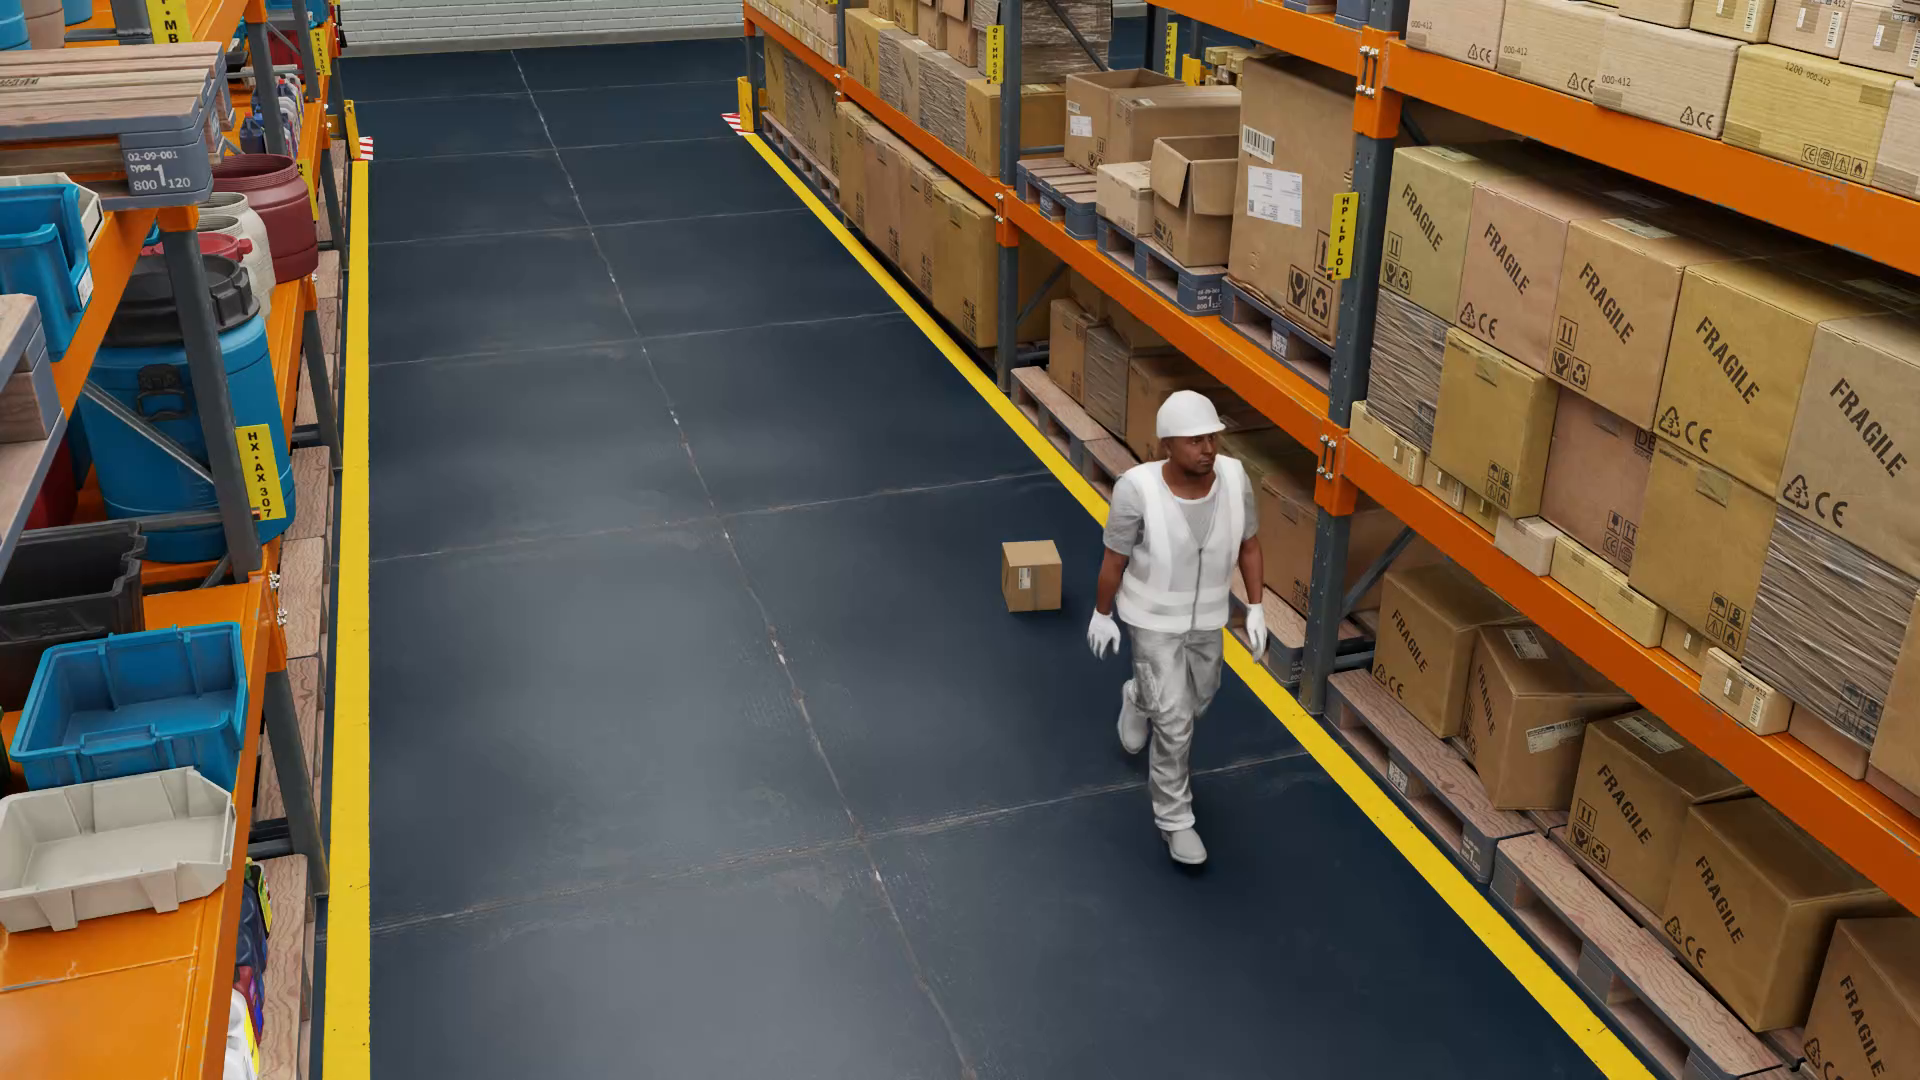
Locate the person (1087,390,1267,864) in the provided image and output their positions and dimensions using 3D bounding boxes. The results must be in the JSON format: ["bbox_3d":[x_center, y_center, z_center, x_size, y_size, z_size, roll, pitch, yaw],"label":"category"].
[{"bbox_3d":[0.772,0.243,6.103,0.602,1.746,0.931,-10,28,-19],"label":"person"}]
